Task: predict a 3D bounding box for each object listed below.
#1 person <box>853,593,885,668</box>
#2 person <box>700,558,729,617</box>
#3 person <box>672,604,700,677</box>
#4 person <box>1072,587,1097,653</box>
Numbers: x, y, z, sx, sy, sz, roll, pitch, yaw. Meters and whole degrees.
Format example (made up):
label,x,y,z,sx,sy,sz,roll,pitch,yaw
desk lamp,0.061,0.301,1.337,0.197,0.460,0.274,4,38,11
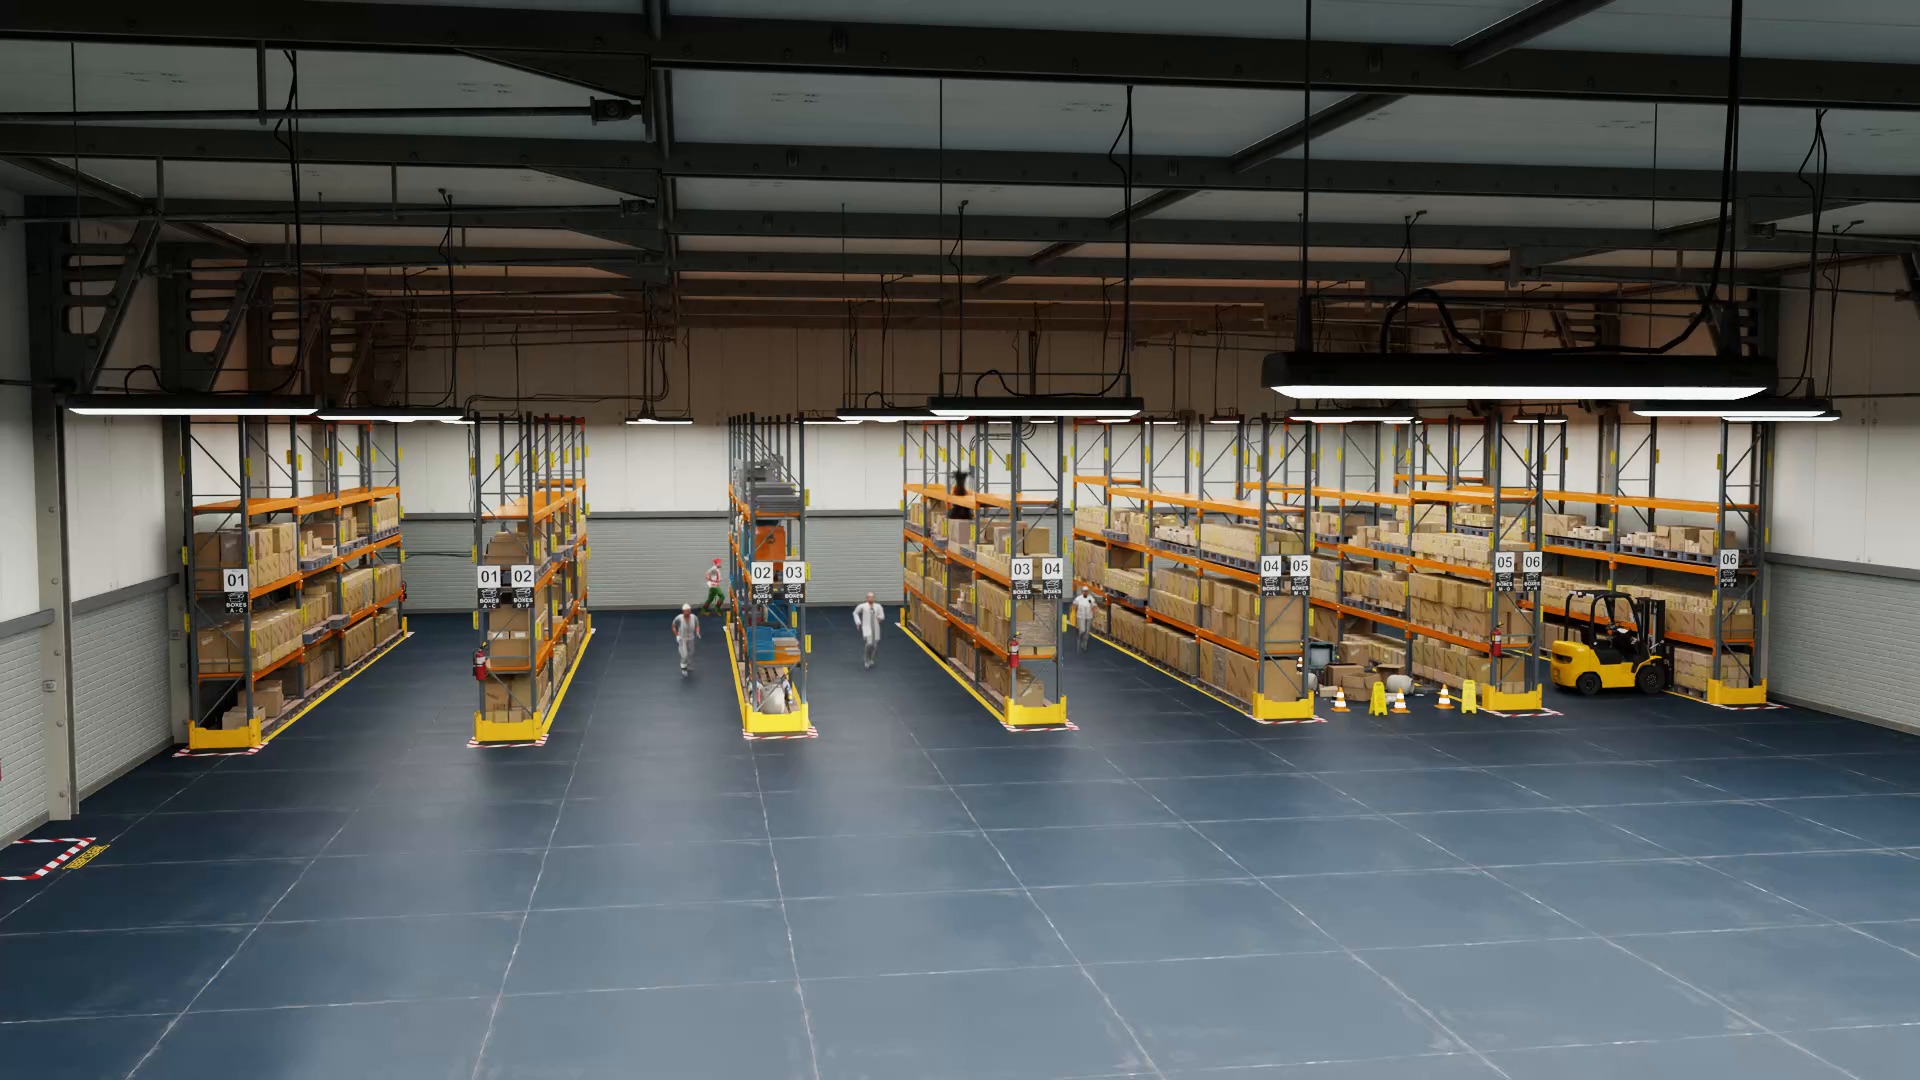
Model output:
label,x,y,z,sx,sy,sz,roll,pitch,yaw
person,-2.128,2.151,39.566,0.695,1.790,0.764,-1,4,-21
person,-7.405,1.440,50.112,0.863,1.784,0.661,0,4,-1
person,-6.284,2.285,38.156,0.678,1.700,0.884,-3,5,-33
person,3.196,2.028,42.339,0.590,1.702,0.724,-1,4,-10
